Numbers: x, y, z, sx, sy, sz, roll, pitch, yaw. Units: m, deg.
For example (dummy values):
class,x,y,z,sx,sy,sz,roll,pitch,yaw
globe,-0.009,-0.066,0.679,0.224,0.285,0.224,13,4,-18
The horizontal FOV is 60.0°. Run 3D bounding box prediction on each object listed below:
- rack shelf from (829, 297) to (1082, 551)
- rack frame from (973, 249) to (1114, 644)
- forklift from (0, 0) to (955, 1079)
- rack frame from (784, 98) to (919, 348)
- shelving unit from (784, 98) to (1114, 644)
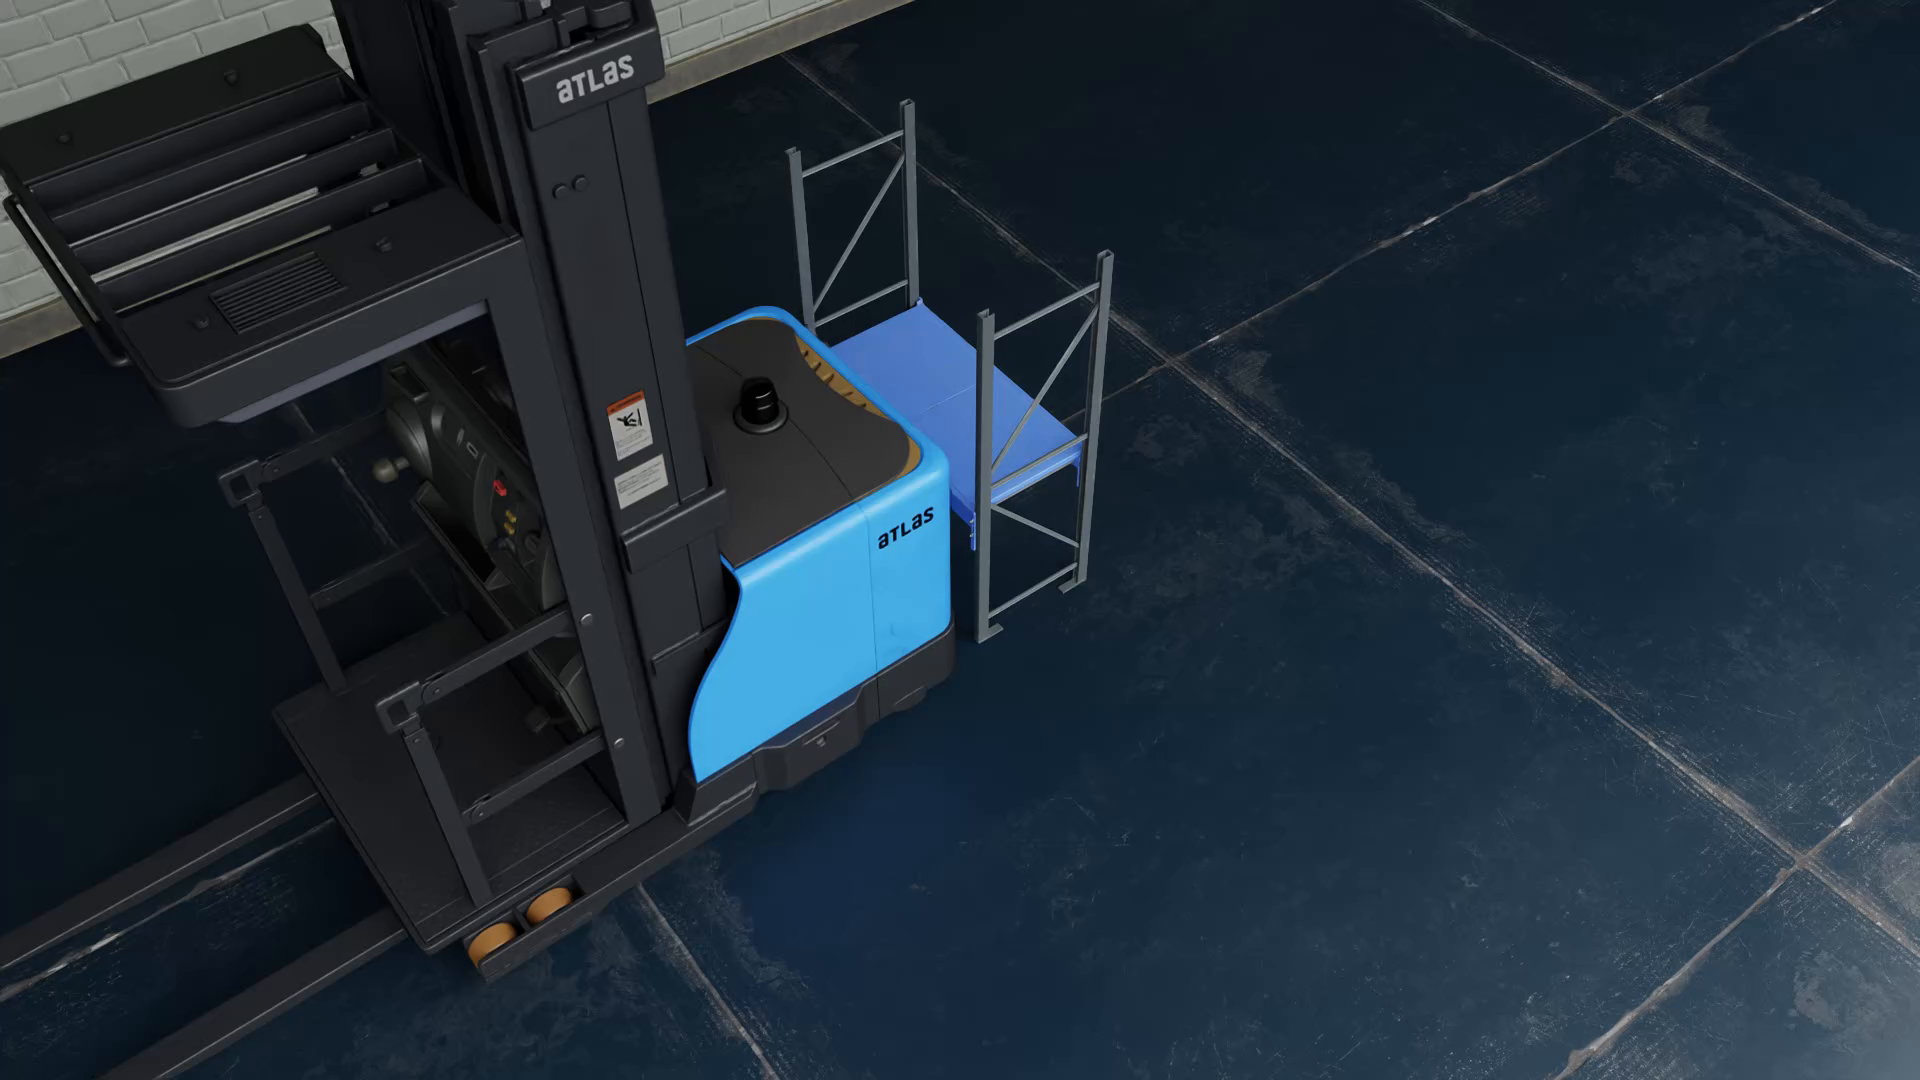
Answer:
class,x,y,z,sx,sy,sz,roll,pitch,yaw
rack shelf,-0.052,-0.433,5.873,0.538,0.185,1.000,-29,54,-24
rack frame,0.256,-0.254,5.468,0.500,1.500,0.032,-29,54,-24
forklift,-1.486,-0.110,4.372,3.031,2.935,1.130,-30,55,-25
rack frame,-0.359,-0.854,6.012,0.500,1.500,0.032,-29,54,-24
shelving unit,-0.052,-0.554,5.740,0.538,1.500,1.048,-29,54,-24
